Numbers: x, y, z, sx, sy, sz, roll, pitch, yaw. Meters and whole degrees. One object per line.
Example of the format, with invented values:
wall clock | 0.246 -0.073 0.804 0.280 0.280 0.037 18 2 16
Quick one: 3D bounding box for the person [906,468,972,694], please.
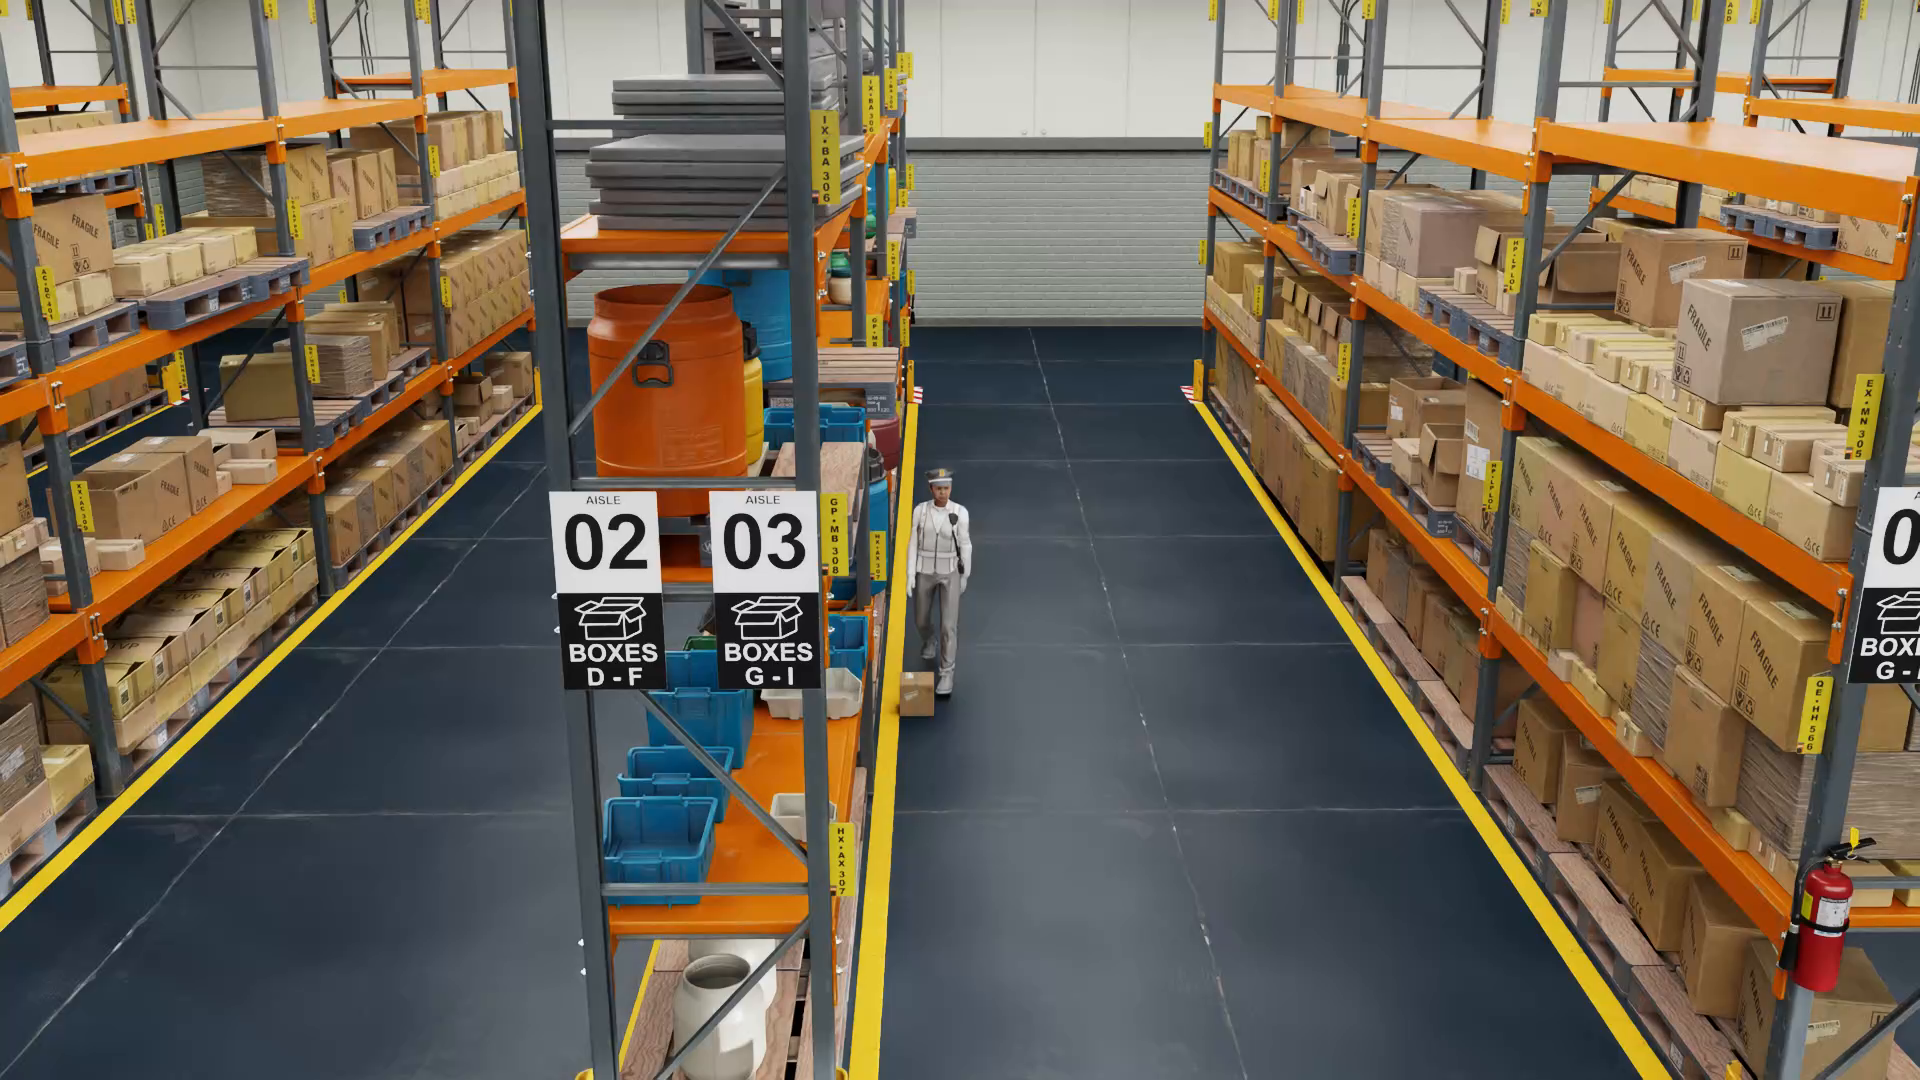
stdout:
person | -0.166 0.262 12.631 0.481 1.653 0.843 3 17 9
